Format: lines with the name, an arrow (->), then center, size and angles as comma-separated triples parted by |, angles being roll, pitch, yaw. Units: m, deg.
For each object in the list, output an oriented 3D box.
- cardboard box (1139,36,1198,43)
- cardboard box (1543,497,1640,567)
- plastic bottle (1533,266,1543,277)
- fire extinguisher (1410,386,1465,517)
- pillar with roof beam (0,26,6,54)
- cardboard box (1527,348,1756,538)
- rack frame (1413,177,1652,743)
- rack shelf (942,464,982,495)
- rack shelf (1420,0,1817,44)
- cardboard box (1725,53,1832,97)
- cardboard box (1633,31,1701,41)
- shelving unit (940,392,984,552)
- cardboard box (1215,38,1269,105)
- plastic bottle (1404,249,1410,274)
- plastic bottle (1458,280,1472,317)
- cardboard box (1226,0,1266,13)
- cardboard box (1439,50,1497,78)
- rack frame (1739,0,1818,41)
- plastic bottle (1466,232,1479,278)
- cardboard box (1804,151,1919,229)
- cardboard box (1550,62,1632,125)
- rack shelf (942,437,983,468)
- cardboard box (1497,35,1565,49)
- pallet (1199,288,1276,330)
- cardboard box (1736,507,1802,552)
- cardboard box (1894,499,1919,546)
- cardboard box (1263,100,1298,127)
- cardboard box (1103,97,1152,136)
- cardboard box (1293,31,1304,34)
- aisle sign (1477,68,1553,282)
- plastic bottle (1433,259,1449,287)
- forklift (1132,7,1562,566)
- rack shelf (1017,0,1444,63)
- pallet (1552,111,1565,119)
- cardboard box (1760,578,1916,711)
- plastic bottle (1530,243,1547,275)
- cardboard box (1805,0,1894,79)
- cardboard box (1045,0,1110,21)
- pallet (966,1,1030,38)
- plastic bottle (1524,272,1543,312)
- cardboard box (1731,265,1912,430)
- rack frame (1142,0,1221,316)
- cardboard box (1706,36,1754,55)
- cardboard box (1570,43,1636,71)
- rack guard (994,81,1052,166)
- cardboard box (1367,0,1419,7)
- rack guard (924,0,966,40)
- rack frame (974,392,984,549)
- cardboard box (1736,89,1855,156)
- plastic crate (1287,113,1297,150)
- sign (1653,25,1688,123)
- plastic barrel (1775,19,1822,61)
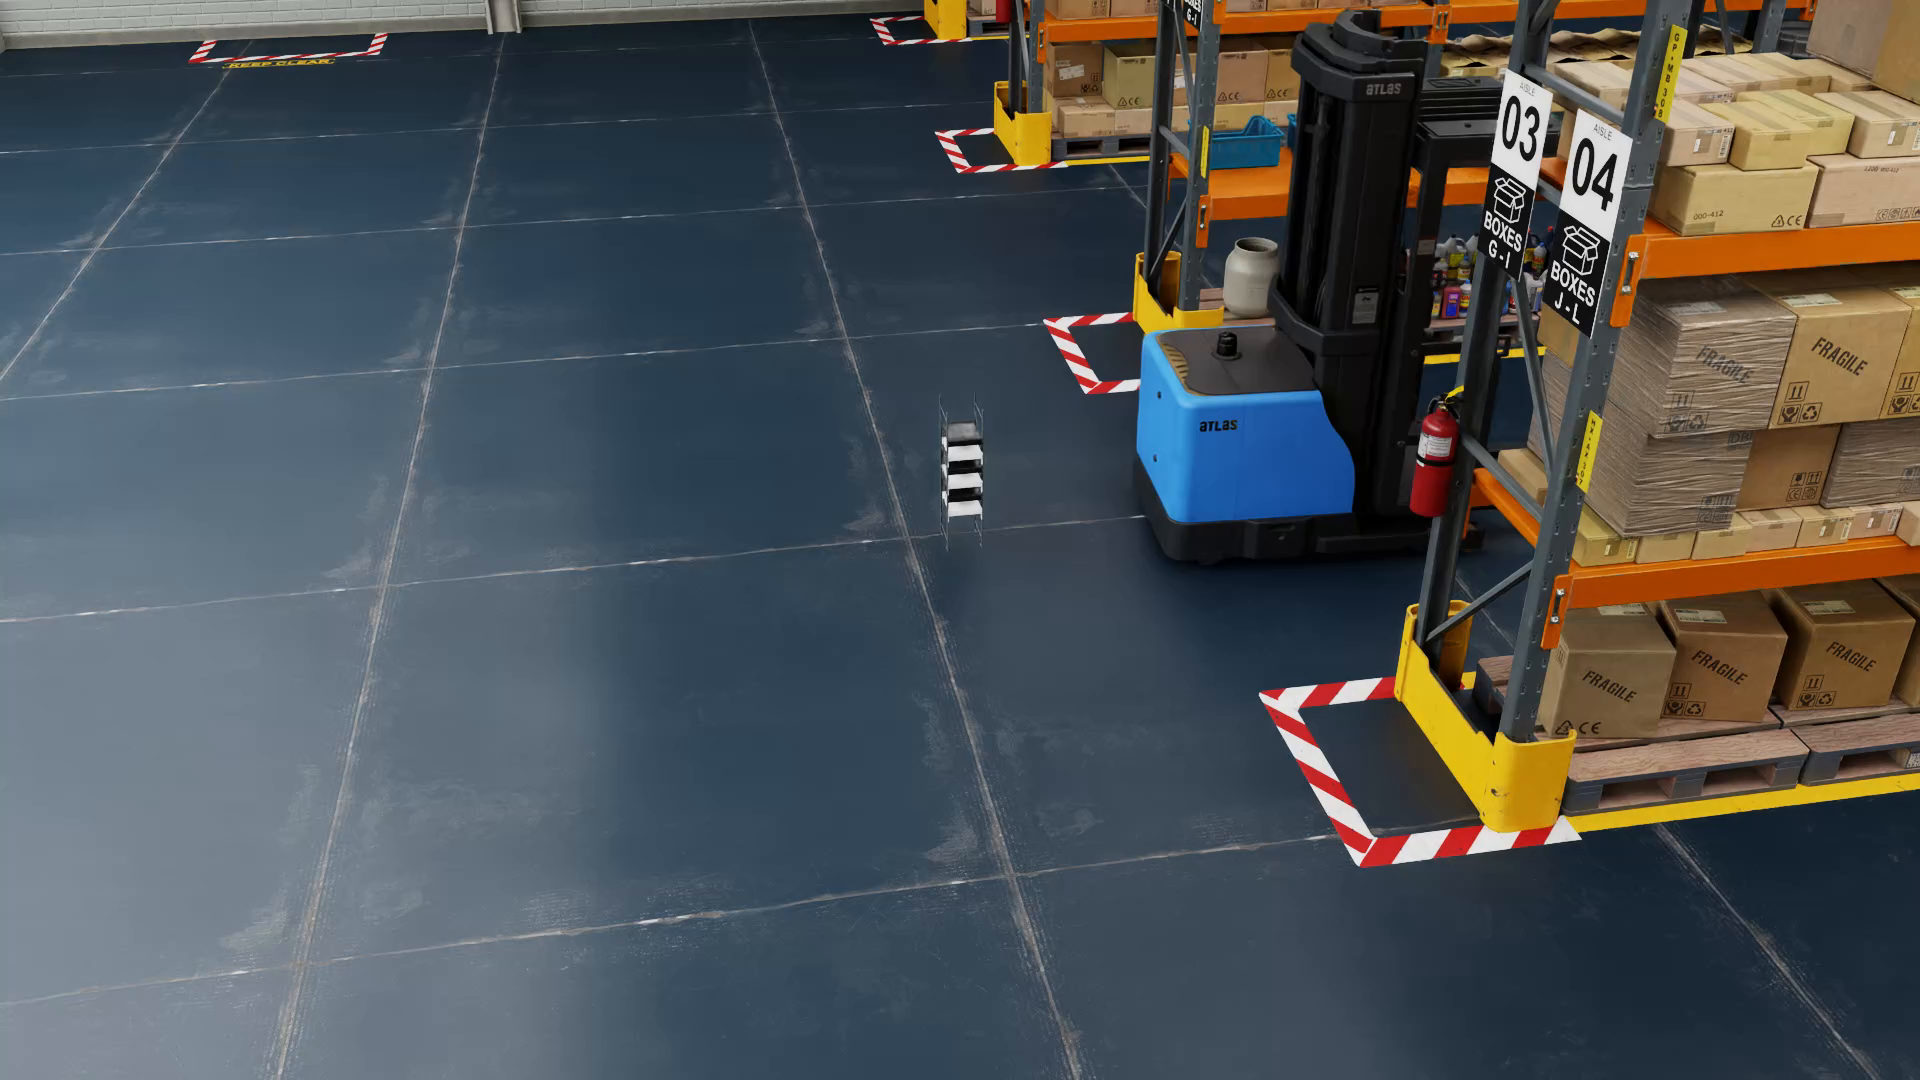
cardboard box -> 2.089, -4.805, 16.636 | 0.500, 0.500, 0.500 | -5, 31, -9
cardboard box -> 2.738, -0.050, 7.237 | 0.250, 0.149, 0.380 | -5, 31, -9
plastic bottle -> 4.326, -1.903, 12.388 | 0.133, 0.283, 0.061 | -5, 31, -9
fire extinguisher -> 2.219, -0.437, 7.724 | 0.183, 0.674, 0.296 | -5, 31, -9
pillar with roof beam -> -10.757, -7.499, 13.740 | 0.400, 9.000, 9.100 | -5, 31, -9
cardboard box -> 2.961, -0.459, 7.293 | 0.500, 0.500, 0.875 | -5, 31, -9
rack frame -> 2.415, -0.251, 7.331 | 0.127, 3.000, 1.000 | -5, 31, -9
rack shelf -> 0.008, -0.360, 9.654 | 0.200, 0.077, 0.258 | -5, 31, -9
rack shelf -> 6.536, -5.428, 16.846 | 4.000, 0.370, 1.077 | -5, 31, -9
cardboard box -> 3.401, -1.912, 6.951 | 0.250, 0.149, 0.380 | -5, 31, -9
cardboard box -> 7.420, -5.204, 17.501 | 0.500, 0.311, 0.500 | -6, 31, -10
shelving unit -> 0.008, -0.389, 9.638 | 0.210, 0.900, 0.258 | -5, 31, -9
cardboard box -> 2.678, -4.583, 16.258 | 0.500, 0.500, 0.500 | -5, 31, -9
plastic bottle -> 3.503, -2.131, 12.783 | 0.135, 0.276, 0.152 | -5, 31, -9
plastic bottle -> 3.699, -1.775, 12.182 | 0.097, 0.271, 0.097 | 0, 30, 0
cardboard box -> 2.618, -5.412, 16.011 | 0.500, 0.500, 0.700 | -4, 31, -7
cardboard box -> 5.020, -4.706, 16.654 | 0.500, 0.311, 0.500 | -5, 31, -9
rack frame -> 8.503, -5.920, 16.974 | 0.127, 3.000, 1.000 | -5, 31, -9
plastic bottle -> 3.985, -2.210, 12.843 | 0.185, 0.351, 0.144 | -6, 31, -9
cardboard box -> 3.442, -1.444, 6.550 | 0.500, 0.250, 0.500 | -6, 31, -10
cardboard box -> 2.632, -1.832, 6.816 | 0.250, 0.149, 0.380 | -5, 31, -9
rack shelf -> 0.008, -0.515, 9.563 | 0.200, 0.077, 0.258 | -5, 31, -9
cardboard box -> 5.917, -5.068, 17.269 | 0.500, 0.311, 0.500 | -5, 31, -9
pallet -> 2.389, -1.620, 12.411 | 1.213, 0.211, 1.003 | -5, 31, -9
cardboard box -> 3.478, -0.111, 7.342 | 0.250, 0.149, 0.380 | -5, 31, -9
cardboard box -> 4.231, -0.138, 7.388 | 0.250, 0.149, 0.380 | -5, 31, -9
cardboard box -> 3.169, -4.306, 16.527 | 0.500, 0.250, 0.500 | -5, 31, -9
cardboard box -> 1.693, -4.171, 16.298 | 0.500, 0.250, 0.500 | -5, 31, -9
cardboard box -> 3.566, -4.939, 16.862 | 0.500, 0.500, 0.500 | -5, 31, -9
aisle sign -> 2.300, -1.515, 6.917 | 0.004, 0.787, 0.394 | -5, 31, -9
plastic bottle -> 3.680, -2.051, 12.720 | 0.097, 0.201, 0.097 | 0, 30, 0
forklift -> 2.624, -1.439, 9.420 | 3.031, 2.935, 1.130 | -4, 31, -6
rack shelf -> 2.602, -5.063, 16.225 | 4.000, 0.370, 1.077 | -5, 31, -9
pallet -> 6.489, -4.553, 17.399 | 1.213, 0.211, 1.003 | -5, 31, -9
cardboard box -> 4.233, 0.478, 8.144 | 0.500, 0.500, 0.500 | -3, 31, -4
plastic bottle -> 4.468, -2.159, 12.834 | 0.097, 0.271, 0.097 | 0, 30, 0
cardboard box -> 3.894, -2.198, 6.799 | 0.500, 0.500, 0.500 | -5, 31, -9
cardboard box -> 1.096, -5.269, 15.768 | 0.500, 0.500, 0.700 | -5, 31, -9
pallet -> 0.619, -6.521, 20.746 | 1.213, 0.211, 1.003 | -5, 31, -9
plastic bottle -> 4.209, -1.838, 12.285 | 0.135, 0.276, 0.152 | -5, 31, -8
cardboard box -> 3.498, -0.809, 6.903 | 0.500, 0.500, 0.500 | -5, 31, -9
rack frame -> 1.523, -2.720, 11.531 | 0.127, 3.000, 1.000 | -5, 31, -9
cardboard box -> 8.033, -4.987, 17.132 | 0.500, 0.311, 0.500 | -5, 31, -8
cardboard box -> 6.532, -4.847, 16.894 | 0.500, 0.311, 0.500 | -4, 31, -8
rack guard -> 0.611, -4.110, 16.362 | 0.348, 0.500, 1.175 | -5, 31, -9
cardboard box -> 4.133, -5.555, 16.253 | 0.500, 0.500, 0.700 | -6, 31, -10
rack guard -> -0.187, -6.589, 20.577 | 0.348, 0.500, 1.175 | -5, 31, -9
rack frame -> 0.108, -0.398, 9.653 | 0.006, 0.900, 0.240 | -5, 31, -9
cardboard box -> 3.226, -1.621, 6.457 | 0.250, 0.149, 0.380 | -6, 31, -10
plastic crate -> 2.601, -2.907, 11.996 | 0.408, 0.251, 0.499 | -5, 31, -9
sign -> 2.513, -1.650, 5.890 | 0.005, 0.325, 0.100 | -5, 31, -9
plastic barrel -> 5.892, -3.186, 11.828 | 0.708, 0.901, 0.600 | -5, 31, -9
